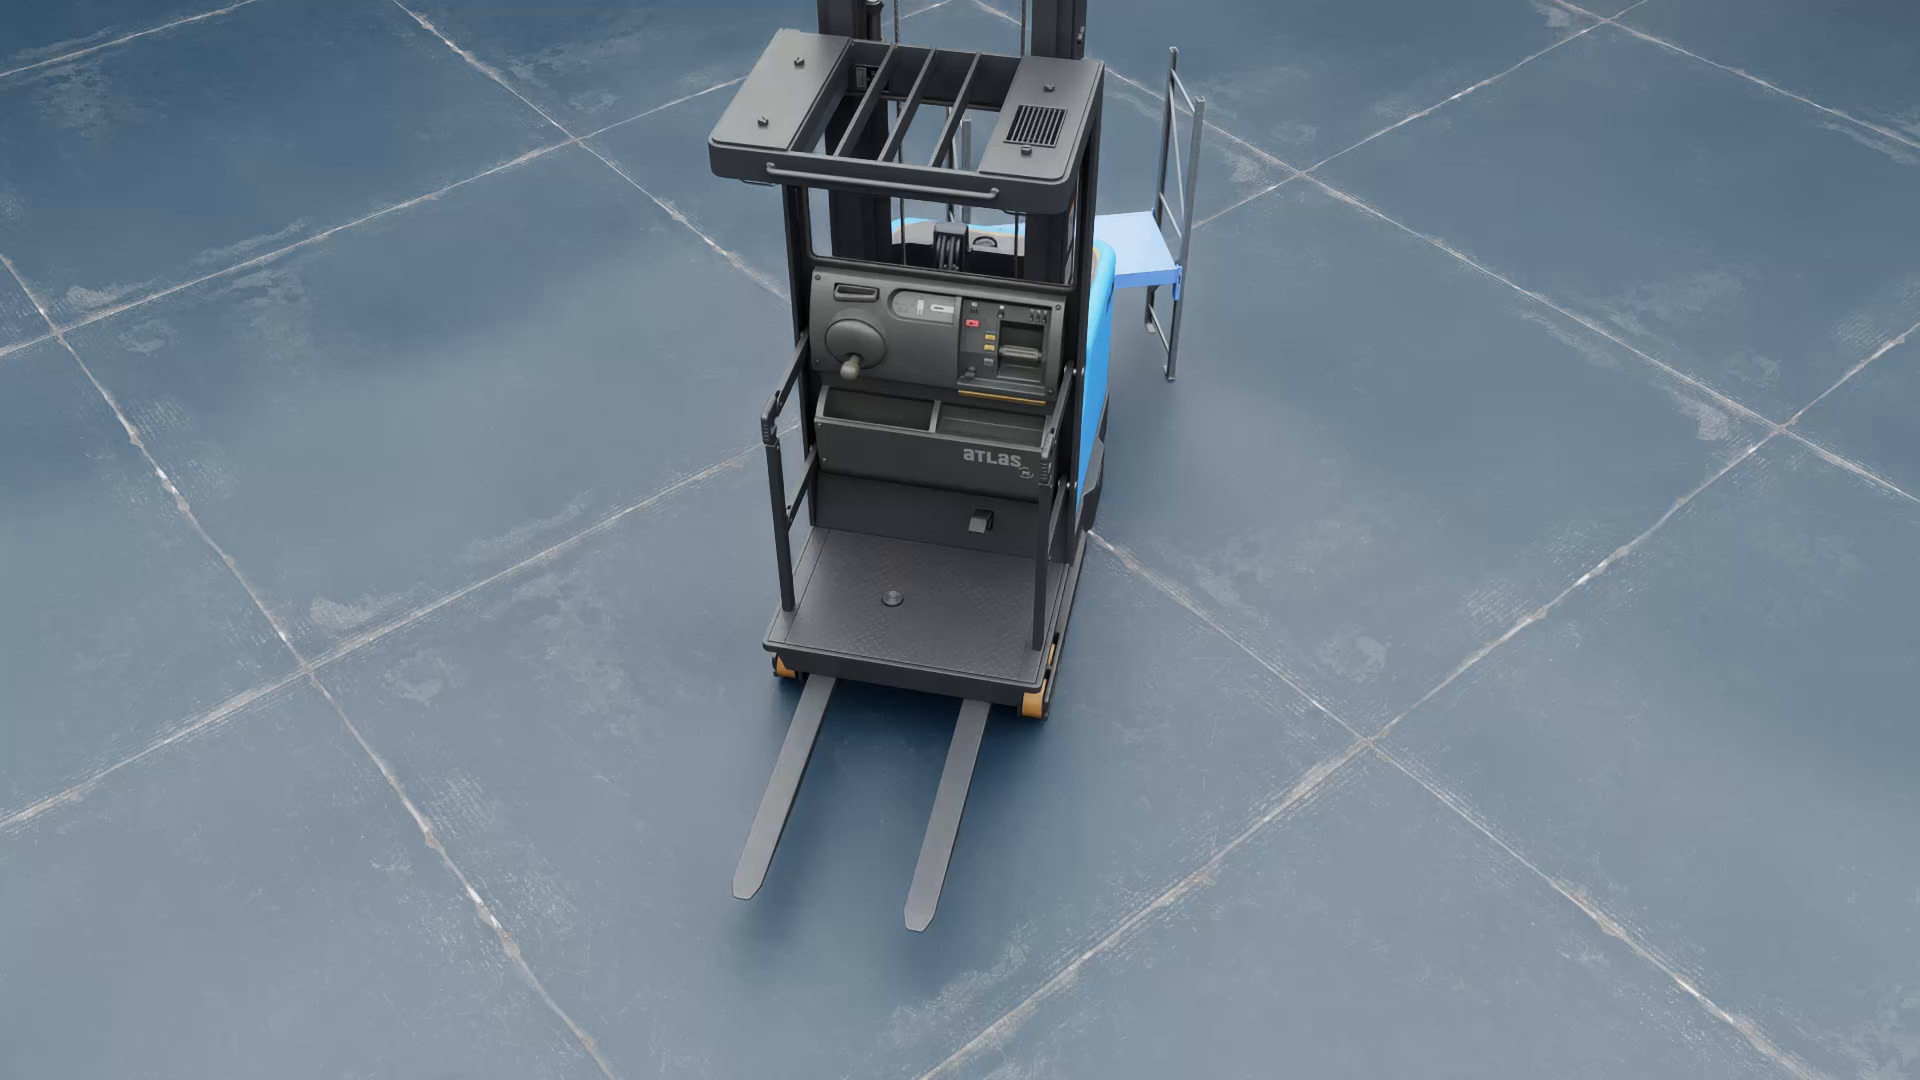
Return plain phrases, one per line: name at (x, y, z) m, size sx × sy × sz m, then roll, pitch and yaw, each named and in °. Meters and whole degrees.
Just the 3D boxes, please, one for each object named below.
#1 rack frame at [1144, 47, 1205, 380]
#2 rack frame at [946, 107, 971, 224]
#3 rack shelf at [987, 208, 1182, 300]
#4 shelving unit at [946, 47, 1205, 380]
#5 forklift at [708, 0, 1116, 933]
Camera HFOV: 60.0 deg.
rack frame at (0.995, -1.500, 7.805) m, size 0.032 × 1.500 × 0.500 m, roll -6°, pitch 44°, yaw -7°
rack frame at (-0.009, -1.389, 7.687) m, size 0.032 × 1.500 × 0.500 m, roll -6°, pitch 44°, yaw -7°
rack shelf at (0.493, -1.313, 7.869) m, size 1.000 × 0.185 × 0.538 m, roll -6°, pitch 44°, yaw -7°
shelving unit at (0.493, -1.444, 7.746) m, size 1.048 × 1.500 × 0.538 m, roll -6°, pitch 44°, yaw -7°
forklift at (-0.131, -0.652, 5.857) m, size 1.130 × 2.935 × 3.031 m, roll 8°, pitch 44°, yaw 9°
